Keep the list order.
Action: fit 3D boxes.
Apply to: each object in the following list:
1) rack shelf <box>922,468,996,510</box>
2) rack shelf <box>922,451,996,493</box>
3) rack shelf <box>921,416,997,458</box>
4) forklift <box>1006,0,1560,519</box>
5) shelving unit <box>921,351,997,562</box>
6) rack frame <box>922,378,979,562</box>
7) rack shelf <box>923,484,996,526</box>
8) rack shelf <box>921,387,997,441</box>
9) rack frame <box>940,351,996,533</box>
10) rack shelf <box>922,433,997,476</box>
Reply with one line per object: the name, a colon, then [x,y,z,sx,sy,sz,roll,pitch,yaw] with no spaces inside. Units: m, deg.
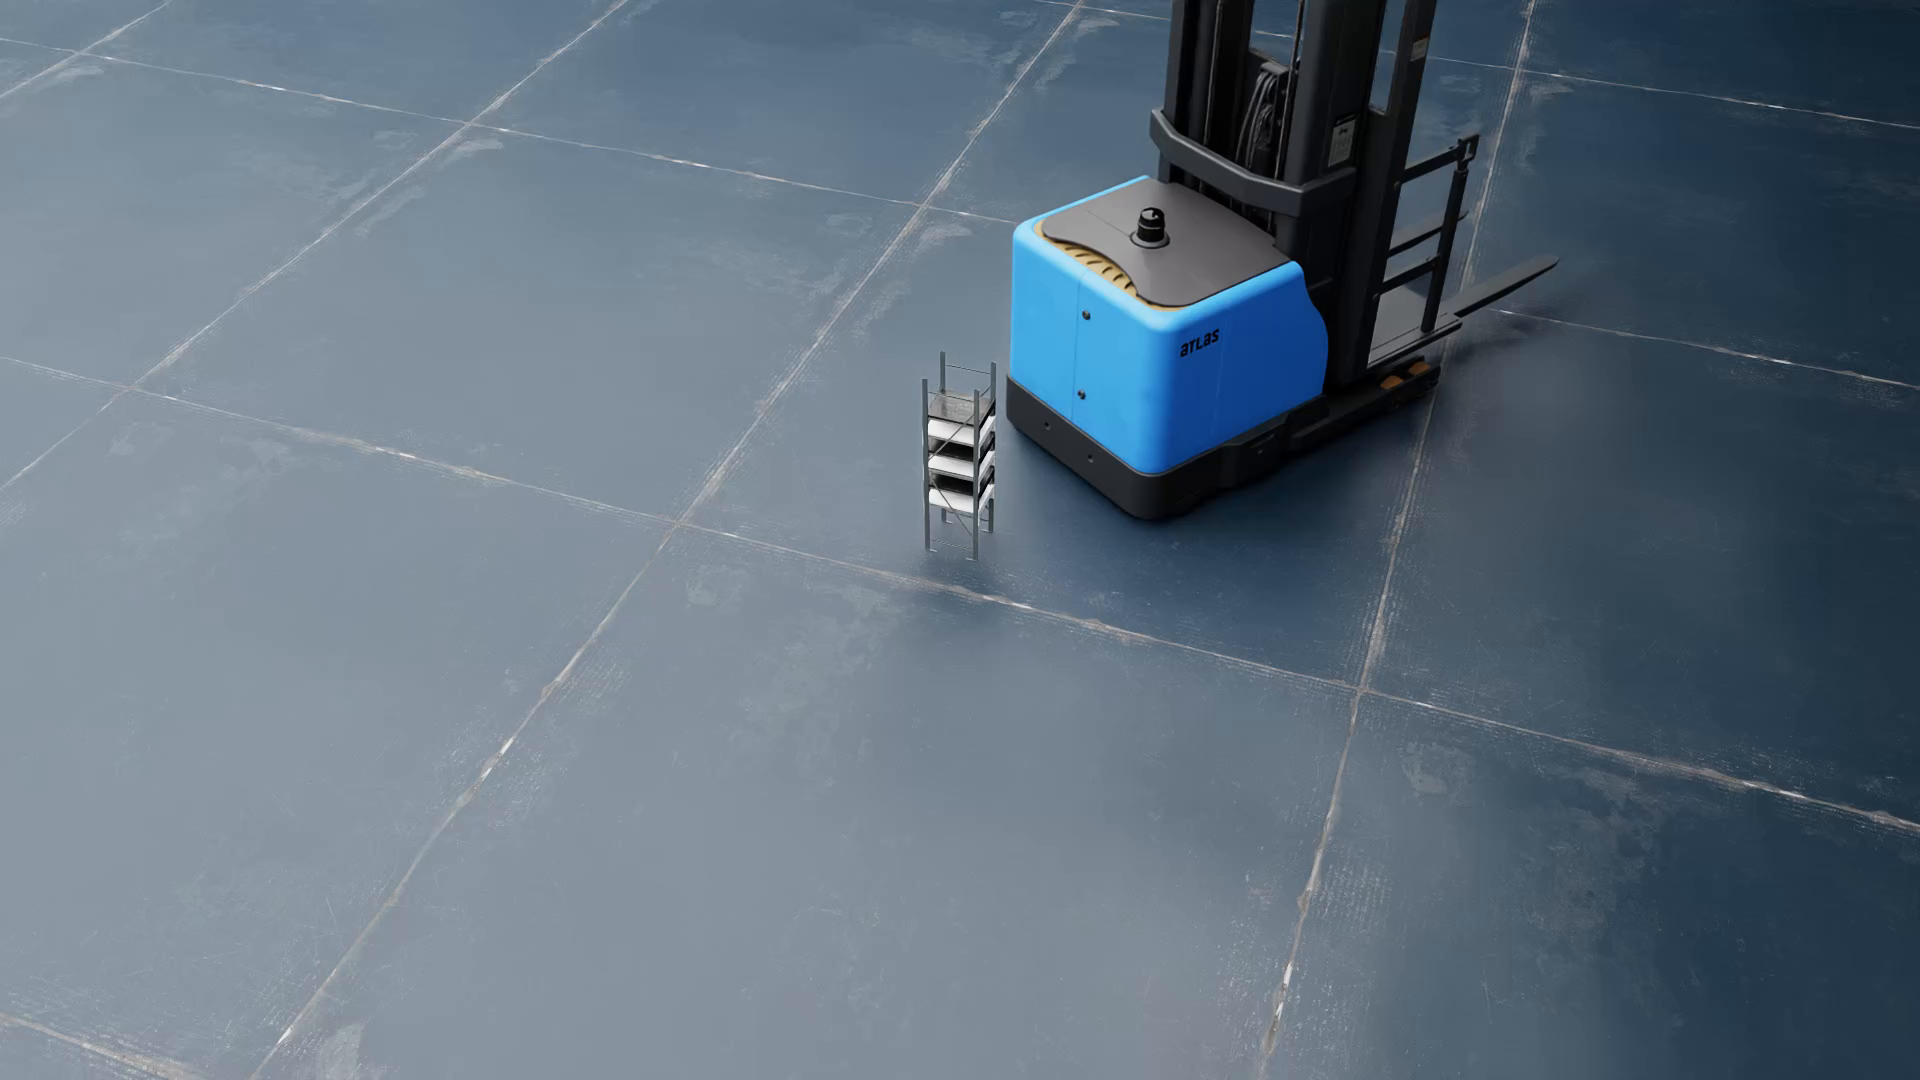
rack shelf: [-0.003,-0.244,7.032,0.258,0.077,0.200,13,42,15]
rack shelf: [-0.003,-0.312,6.974,0.258,0.077,0.200,13,42,15]
rack shelf: [-0.003,-0.449,6.857,0.258,0.077,0.200,13,42,15]
forklift: [1.699,-1.985,7.318,3.031,2.935,1.130,-26,47,-27]
shelving unit: [-0.003,-0.337,6.952,0.258,0.900,0.210,13,42,15]
rack frame: [-0.038,-0.275,6.879,0.240,0.900,0.006,13,42,15]
rack shelf: [-0.003,-0.175,7.091,0.258,0.077,0.200,13,42,15]
rack shelf: [-0.003,-0.517,6.799,0.258,0.077,0.200,13,42,15]
rack frame: [0.032,-0.399,7.025,0.240,0.900,0.006,13,42,15]
rack shelf: [-0.003,-0.381,6.915,0.258,0.077,0.200,13,42,15]
